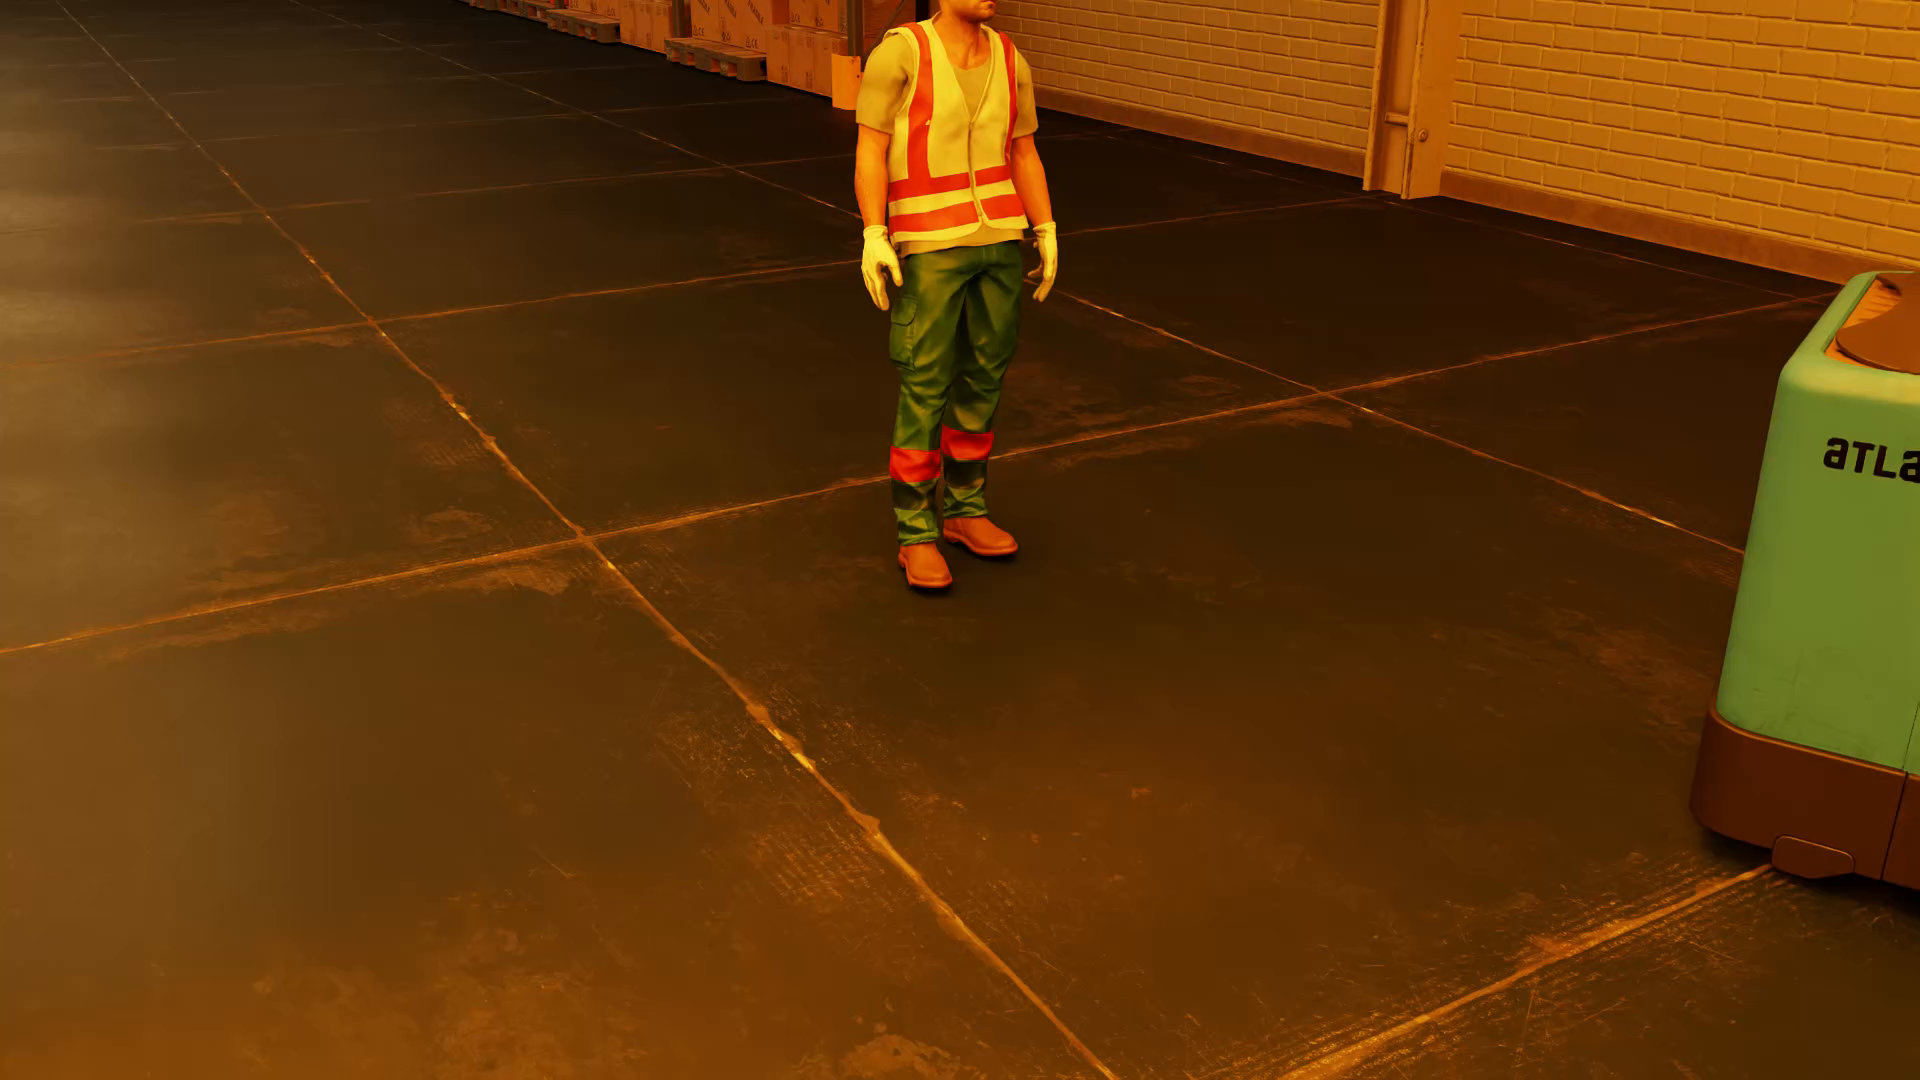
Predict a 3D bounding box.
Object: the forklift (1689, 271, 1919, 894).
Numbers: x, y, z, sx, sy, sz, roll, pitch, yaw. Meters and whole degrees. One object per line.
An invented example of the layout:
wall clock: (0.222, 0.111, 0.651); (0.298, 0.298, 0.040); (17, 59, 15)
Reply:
forklift: (3.060, -0.538, 2.584); (3.031, 2.935, 1.130); (14, 26, 31)

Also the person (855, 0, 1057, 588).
person: (0.030, -0.804, 4.723); (0.637, 1.785, 0.562); (-12, 25, -28)
